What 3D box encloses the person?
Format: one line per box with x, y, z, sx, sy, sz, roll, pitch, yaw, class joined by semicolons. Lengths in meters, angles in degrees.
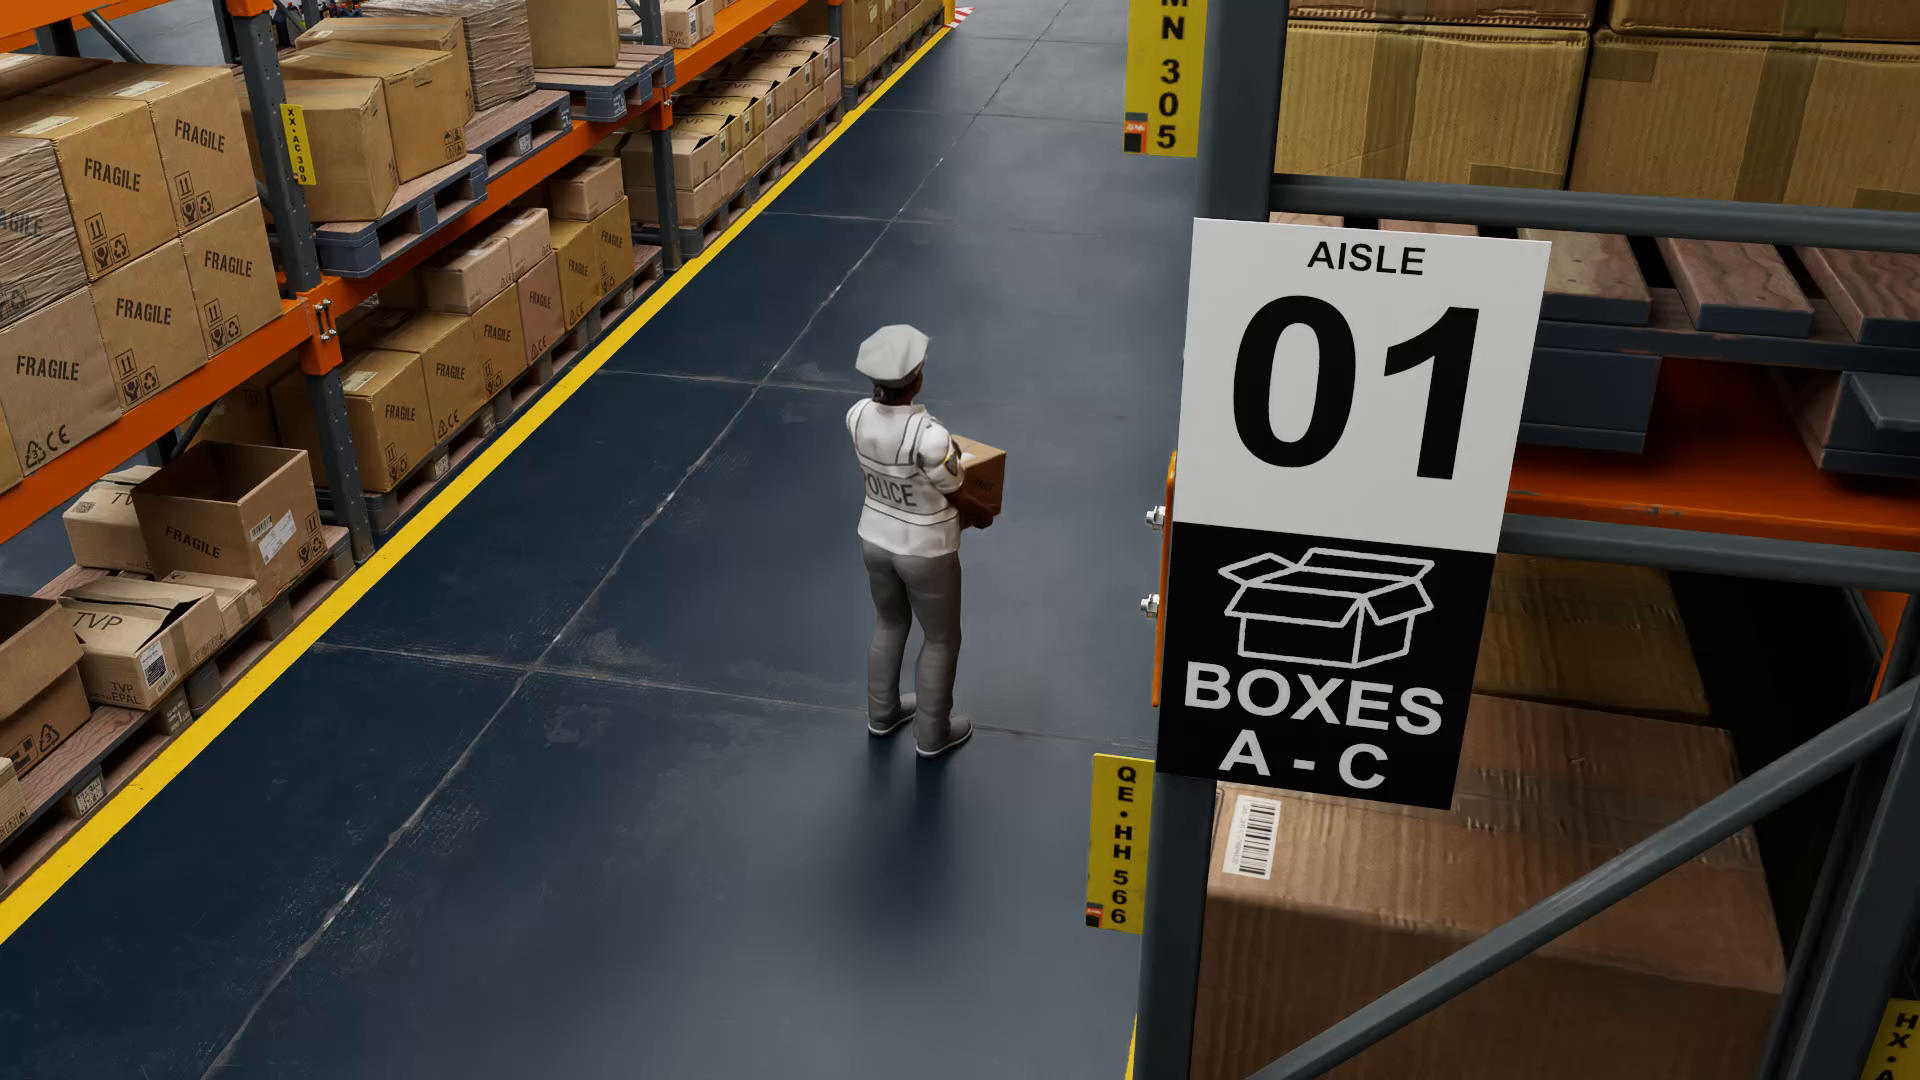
-0.125;-0.009;6.124;0.451;1.684;0.527;21;35;33;person
